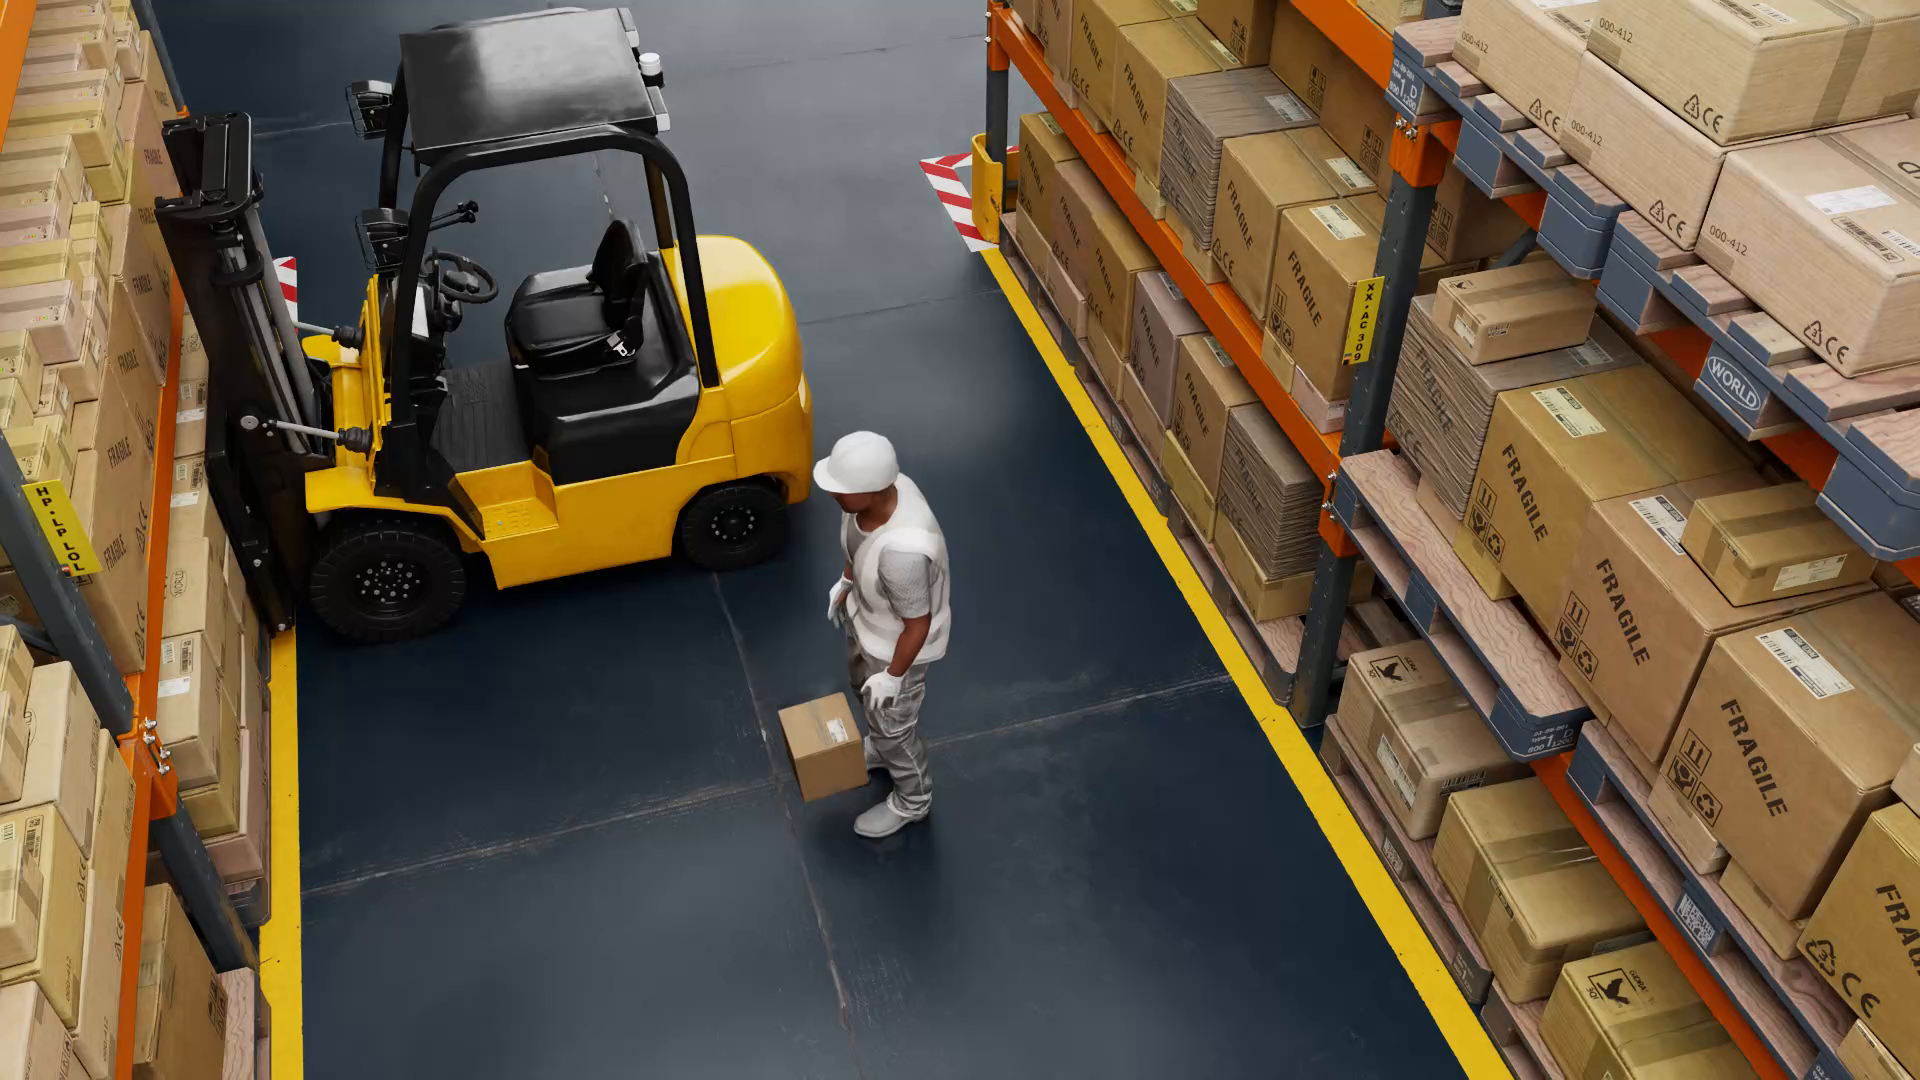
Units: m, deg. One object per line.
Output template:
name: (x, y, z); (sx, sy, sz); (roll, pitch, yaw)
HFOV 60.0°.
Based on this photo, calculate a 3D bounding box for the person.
person: (-0.262, 0.319, 5.793); (0.426, 1.778, 0.584); (-13, 43, -14)
